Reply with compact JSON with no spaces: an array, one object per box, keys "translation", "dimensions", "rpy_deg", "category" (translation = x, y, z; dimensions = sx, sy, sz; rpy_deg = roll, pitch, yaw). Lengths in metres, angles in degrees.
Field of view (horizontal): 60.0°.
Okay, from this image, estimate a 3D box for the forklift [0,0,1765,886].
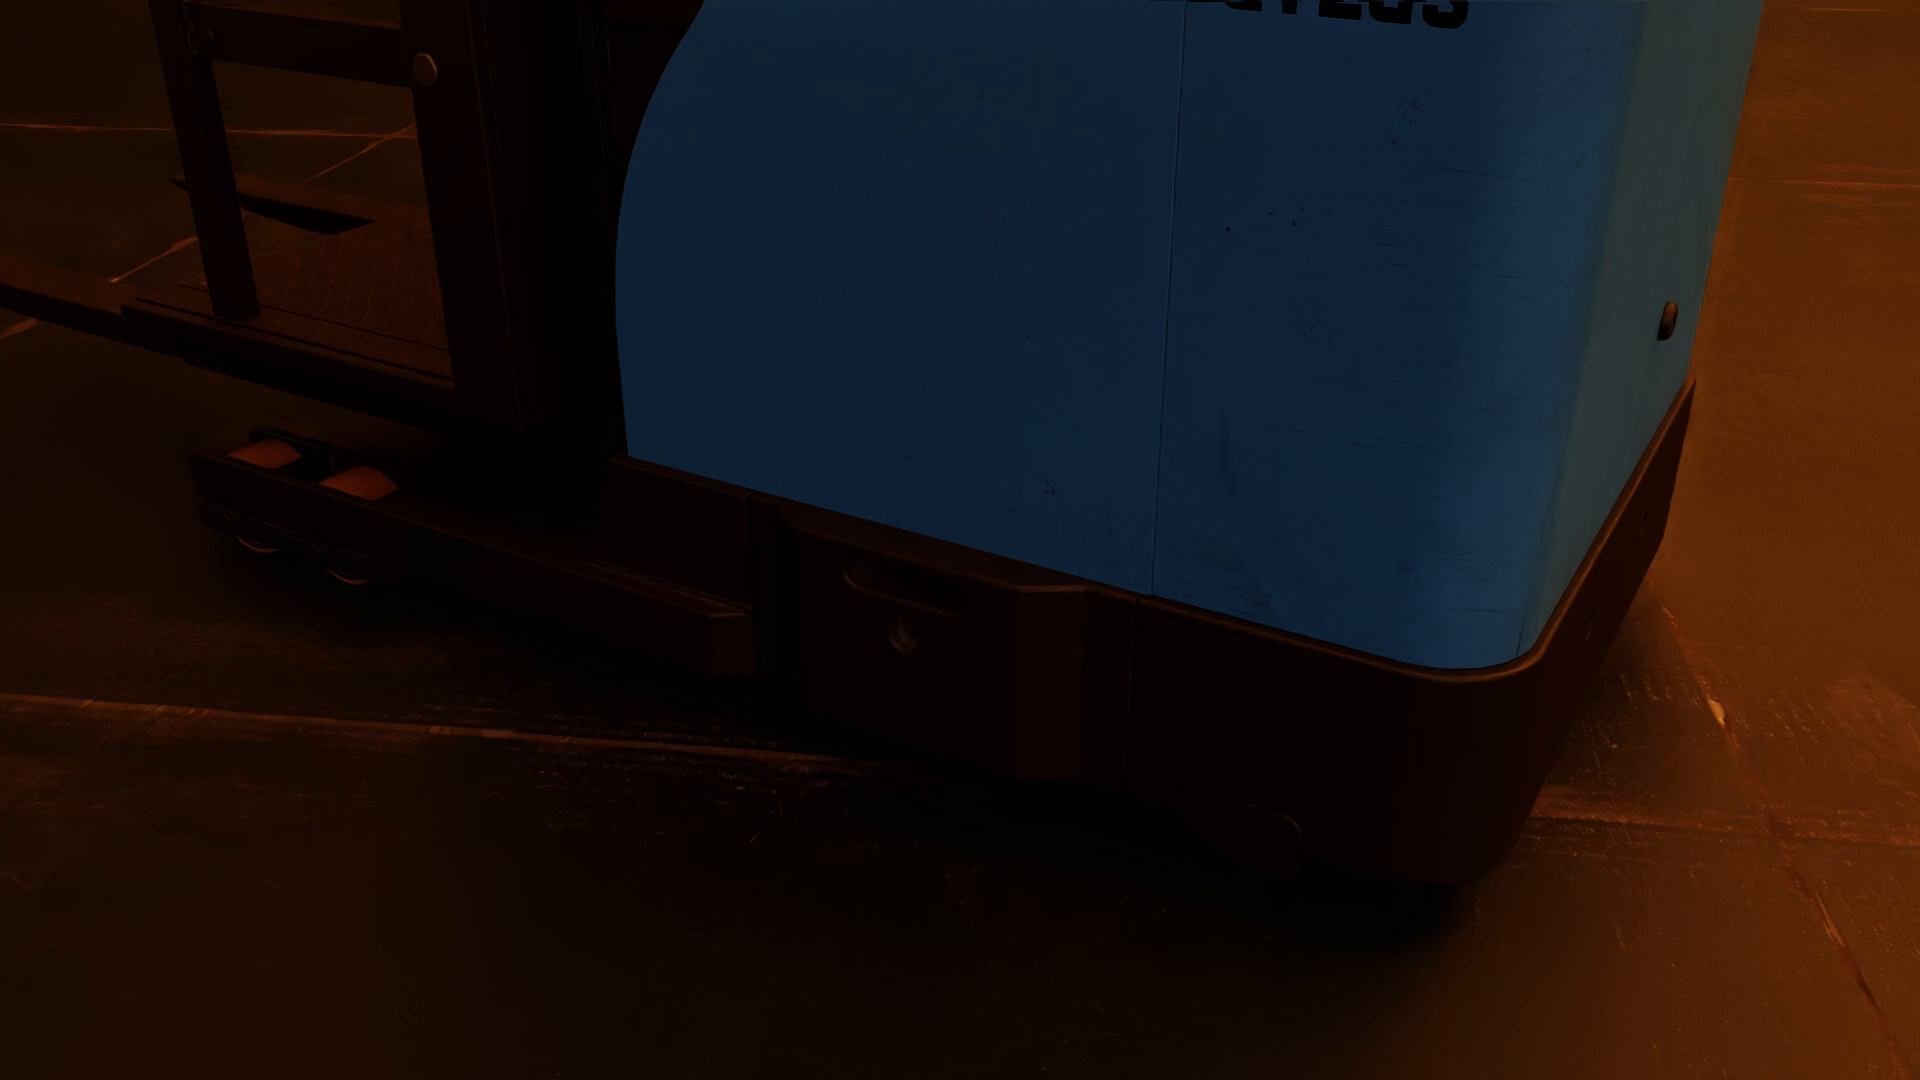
[{"translation":[-0.528,-1.433,2.089],"dimensions":[3.031,2.935,1.130],"rpy_deg":[15,30,27],"category":"forklift"}]
